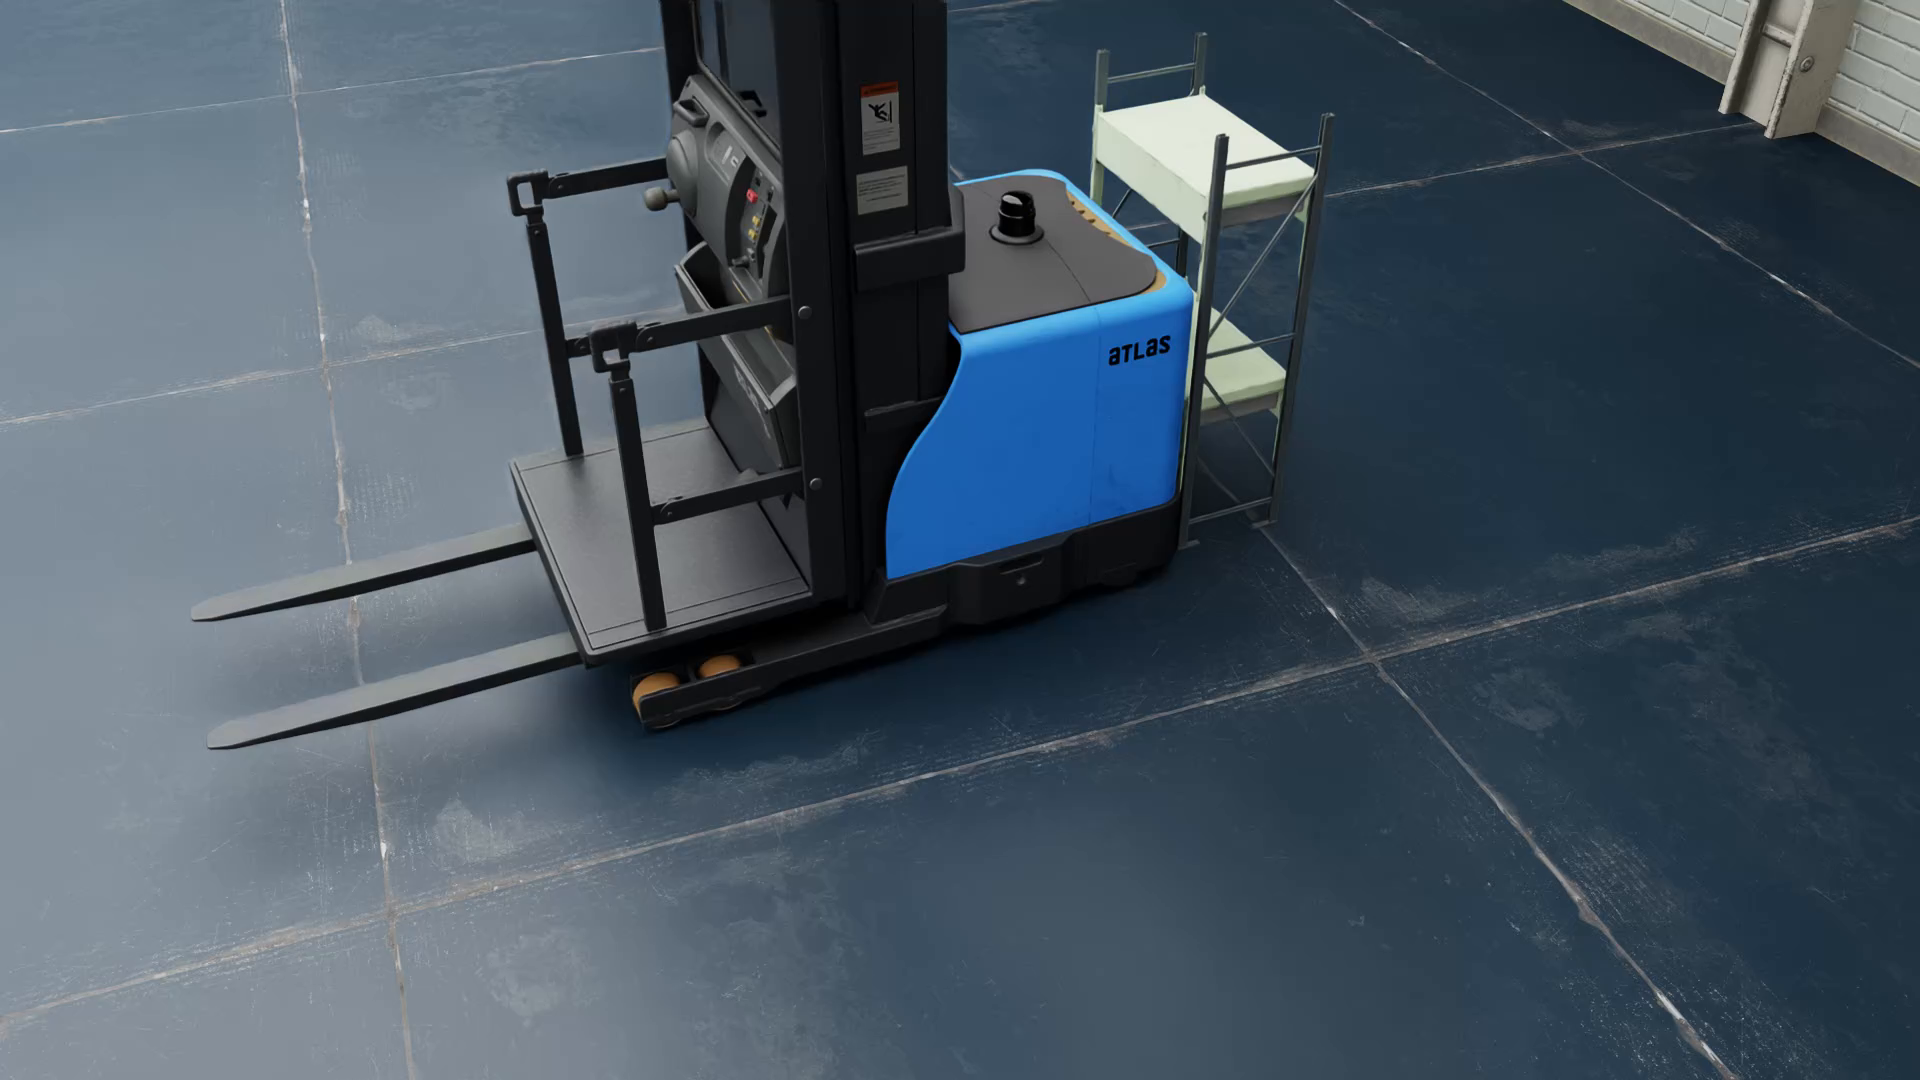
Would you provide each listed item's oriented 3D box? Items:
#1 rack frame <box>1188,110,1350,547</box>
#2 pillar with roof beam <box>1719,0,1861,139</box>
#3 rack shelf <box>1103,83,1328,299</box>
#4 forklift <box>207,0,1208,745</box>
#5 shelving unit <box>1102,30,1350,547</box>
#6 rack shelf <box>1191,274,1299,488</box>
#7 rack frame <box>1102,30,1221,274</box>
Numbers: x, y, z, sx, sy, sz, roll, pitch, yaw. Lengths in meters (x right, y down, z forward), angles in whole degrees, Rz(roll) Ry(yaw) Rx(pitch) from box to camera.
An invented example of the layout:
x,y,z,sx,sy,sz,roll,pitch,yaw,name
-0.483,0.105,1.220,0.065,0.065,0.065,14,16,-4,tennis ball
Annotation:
x,y,z,sx,sy,sz,roll,pitch,yaw,name
0.971,-0.628,5.337,0.400,1.500,0.023,-15,40,-19,rack frame
0.159,-4.886,4.758,9.100,9.000,0.400,-12,39,-16,pillar with roof beam
0.822,-1.141,5.369,0.431,0.370,0.720,-15,40,-19,rack shelf
-0.796,-0.981,4.617,3.031,2.935,1.130,-15,40,-19,forklift
0.821,-0.829,5.604,0.431,1.500,0.755,-15,40,-19,shelving unit
0.821,-0.569,5.800,0.431,0.370,0.720,-15,40,-19,rack shelf
0.672,-1.030,5.871,0.400,1.500,0.023,-15,40,-19,rack frame
